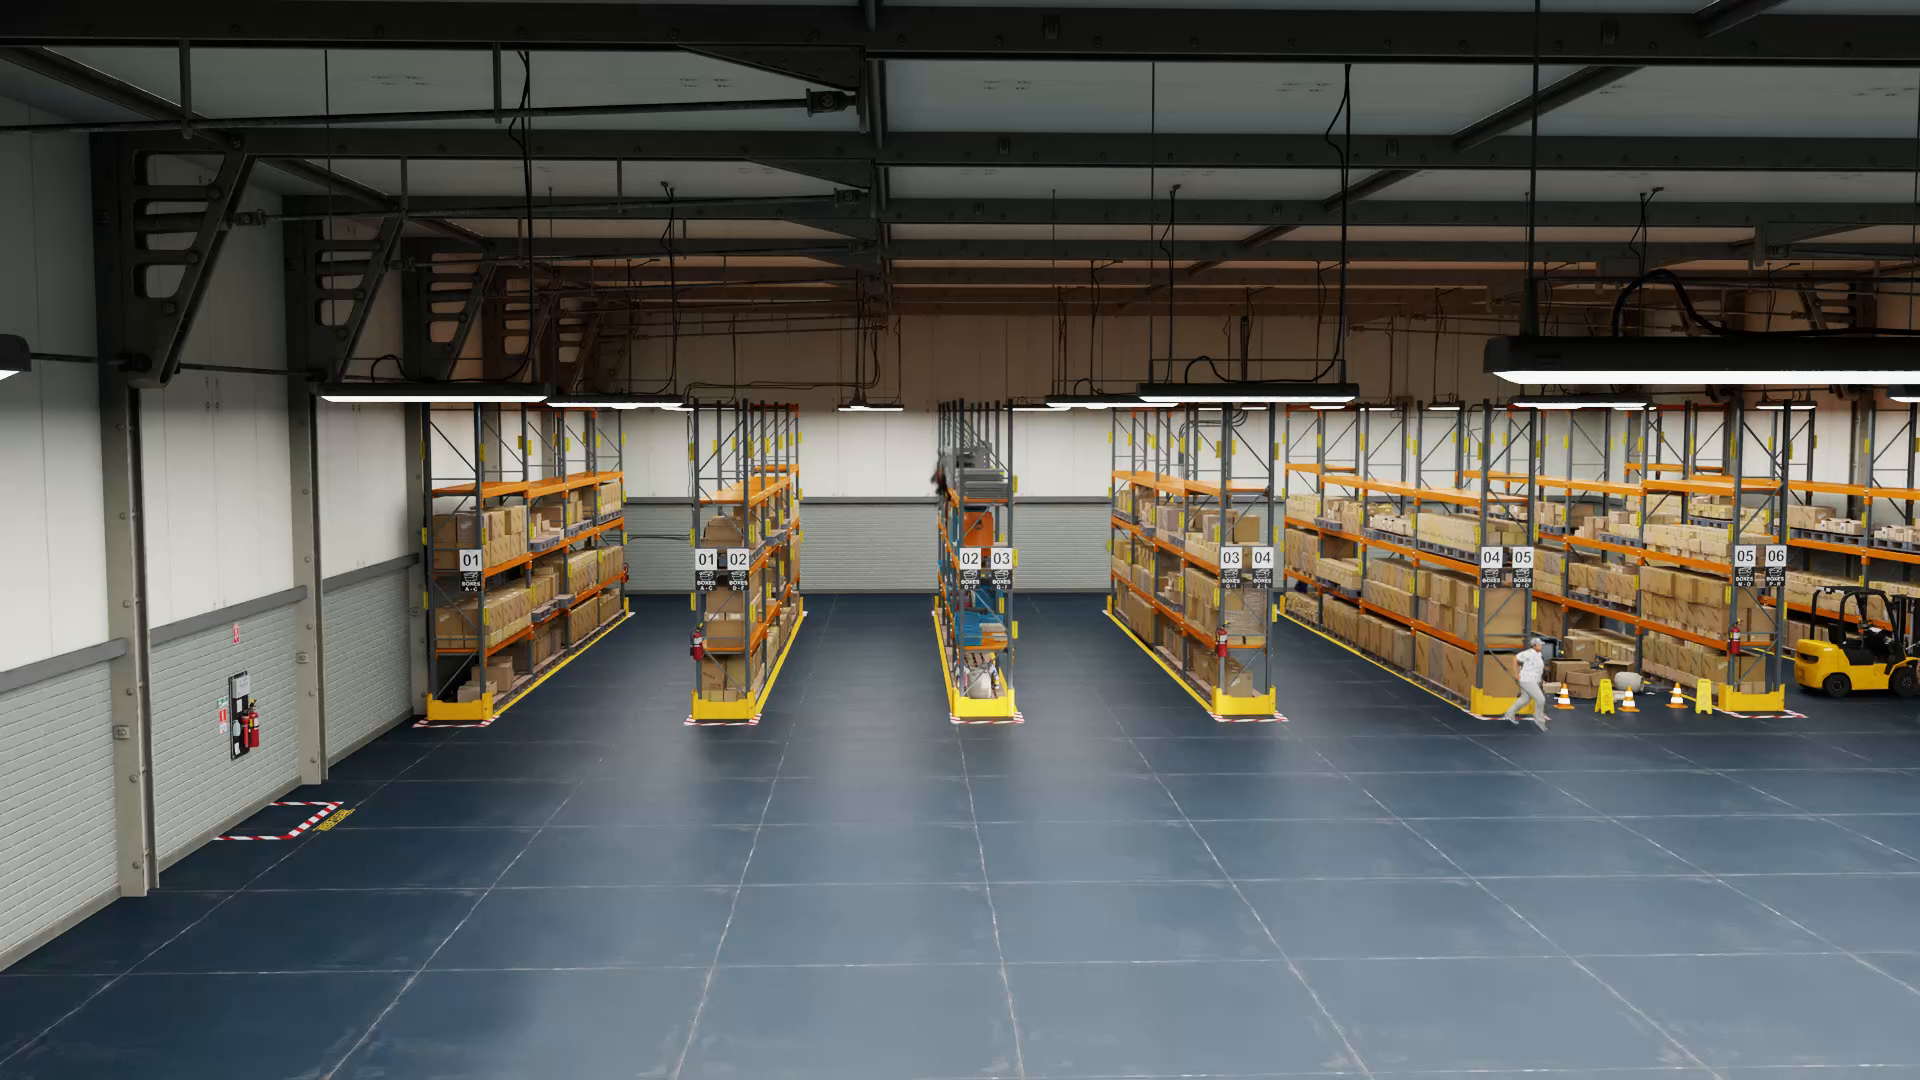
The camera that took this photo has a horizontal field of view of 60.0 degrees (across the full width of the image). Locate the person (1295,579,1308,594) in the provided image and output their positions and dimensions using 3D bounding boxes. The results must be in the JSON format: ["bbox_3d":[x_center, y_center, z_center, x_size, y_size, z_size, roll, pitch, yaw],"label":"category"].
[{"bbox_3d":[10.046,1.183,48.977,0.891,1.617,0.604,3,5,31],"label":"person"}]

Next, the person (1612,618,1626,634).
[{"bbox_3d":[17.168,1.574,43.272,0.707,1.739,0.566,-1,4,-10],"label":"person"}]

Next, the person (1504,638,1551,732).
[{"bbox_3d":[10.316,2.613,30.241,0.853,1.713,0.627,4,6,42],"label":"person"}]

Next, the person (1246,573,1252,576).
[{"bbox_3d":[7.993,1.256,47.434,0.741,1.714,1.007,1,5,16],"label":"person"}]
